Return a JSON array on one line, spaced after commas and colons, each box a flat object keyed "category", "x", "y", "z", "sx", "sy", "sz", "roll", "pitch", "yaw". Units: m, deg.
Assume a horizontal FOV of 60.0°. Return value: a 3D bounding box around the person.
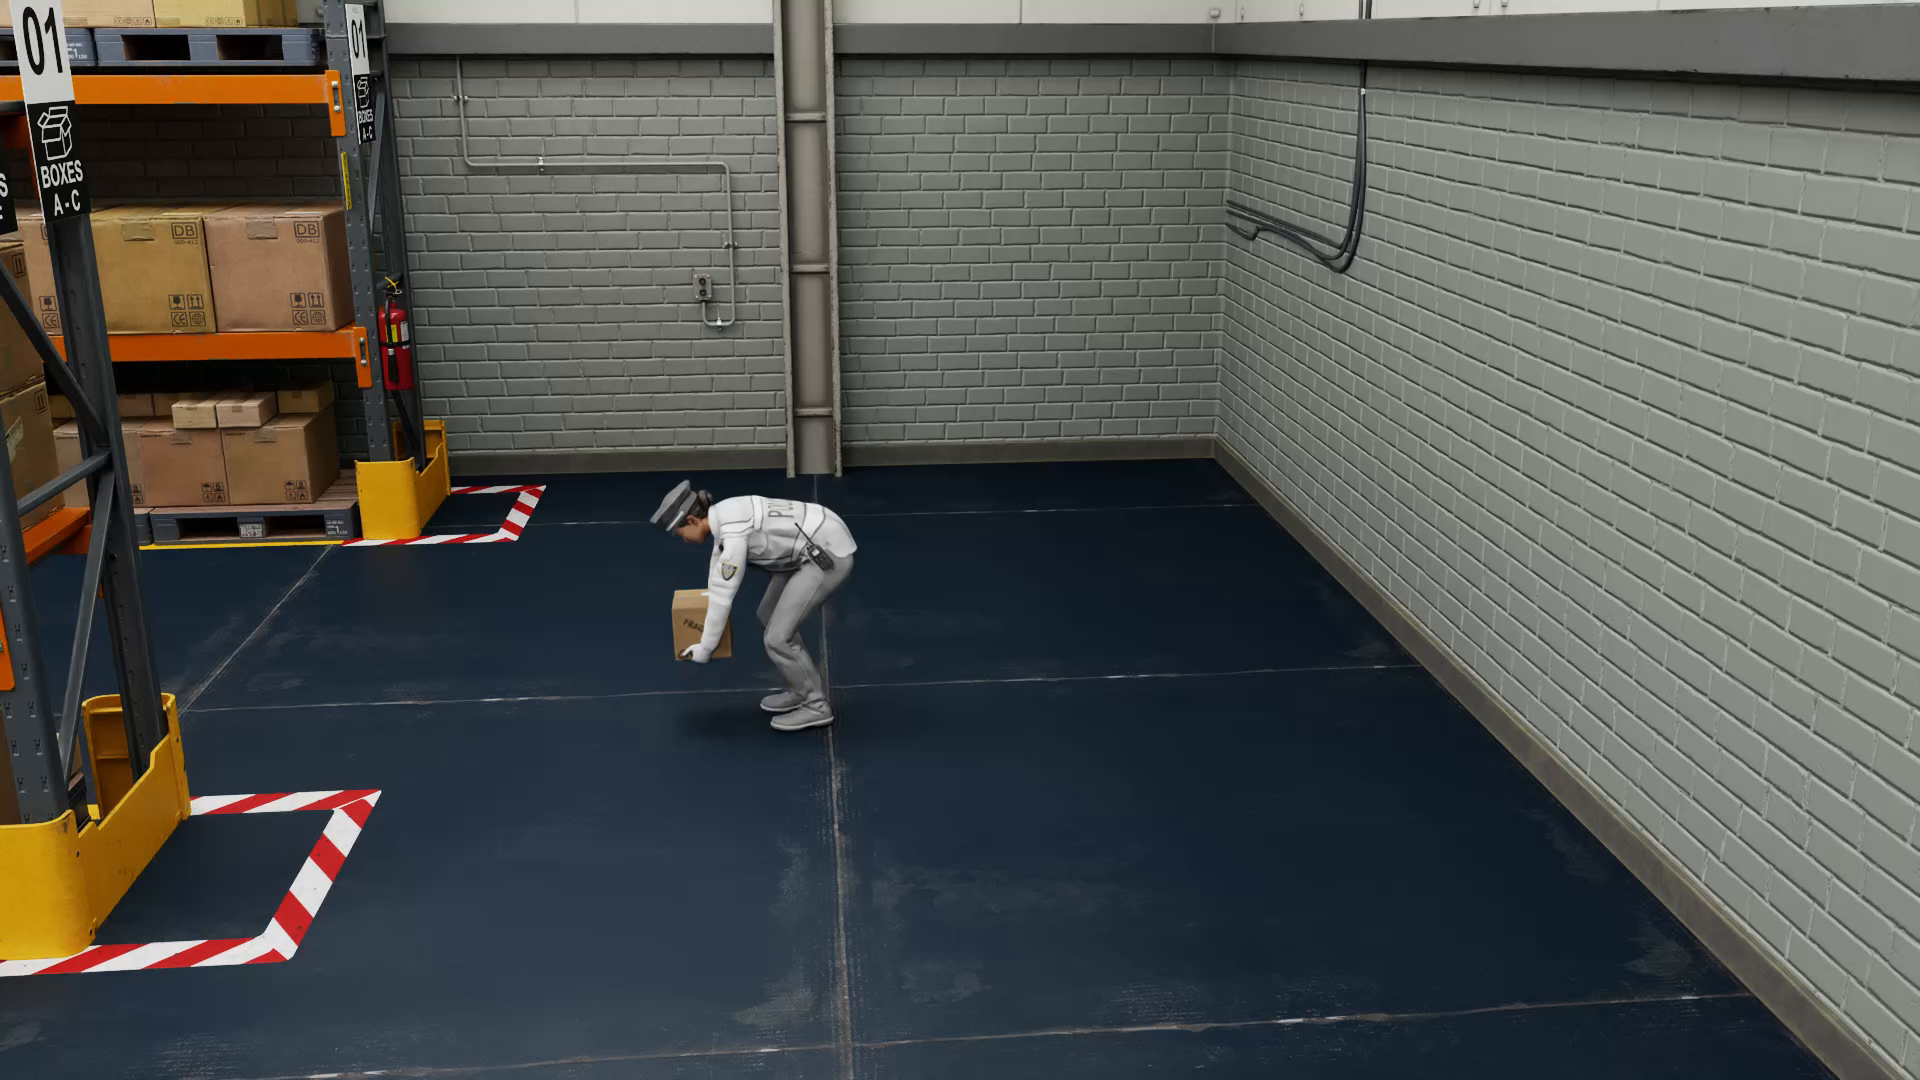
[{"category": "person", "x": -0.920, "y": 0.278, "z": 7.519, "sx": 0.915, "sy": 1.148, "sz": 0.434, "roll": -2, "pitch": 17, "yaw": -8}]
